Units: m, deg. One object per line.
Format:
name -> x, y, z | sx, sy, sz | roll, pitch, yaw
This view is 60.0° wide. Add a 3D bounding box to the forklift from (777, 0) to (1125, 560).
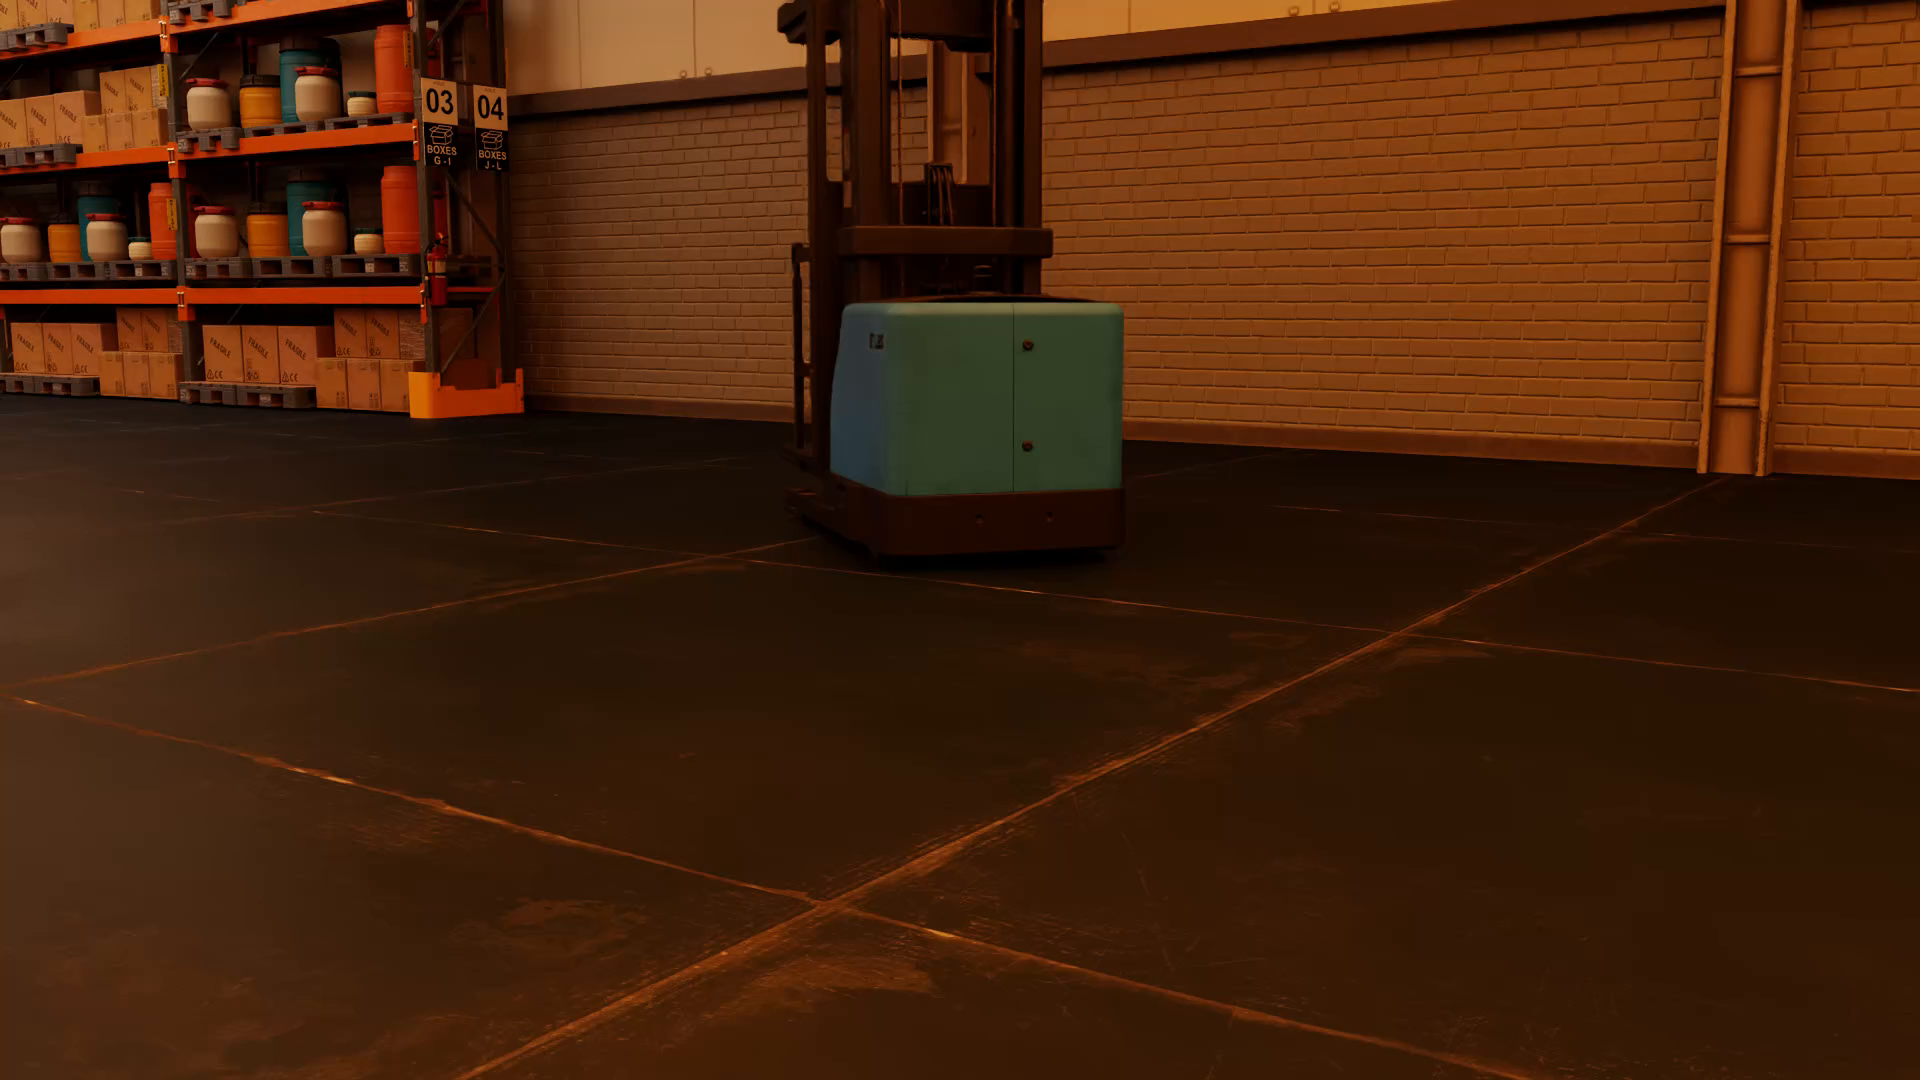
forklift -> -0.245, -1.537, 8.002 | 1.130, 2.935, 3.031 | -3, 8, -18
